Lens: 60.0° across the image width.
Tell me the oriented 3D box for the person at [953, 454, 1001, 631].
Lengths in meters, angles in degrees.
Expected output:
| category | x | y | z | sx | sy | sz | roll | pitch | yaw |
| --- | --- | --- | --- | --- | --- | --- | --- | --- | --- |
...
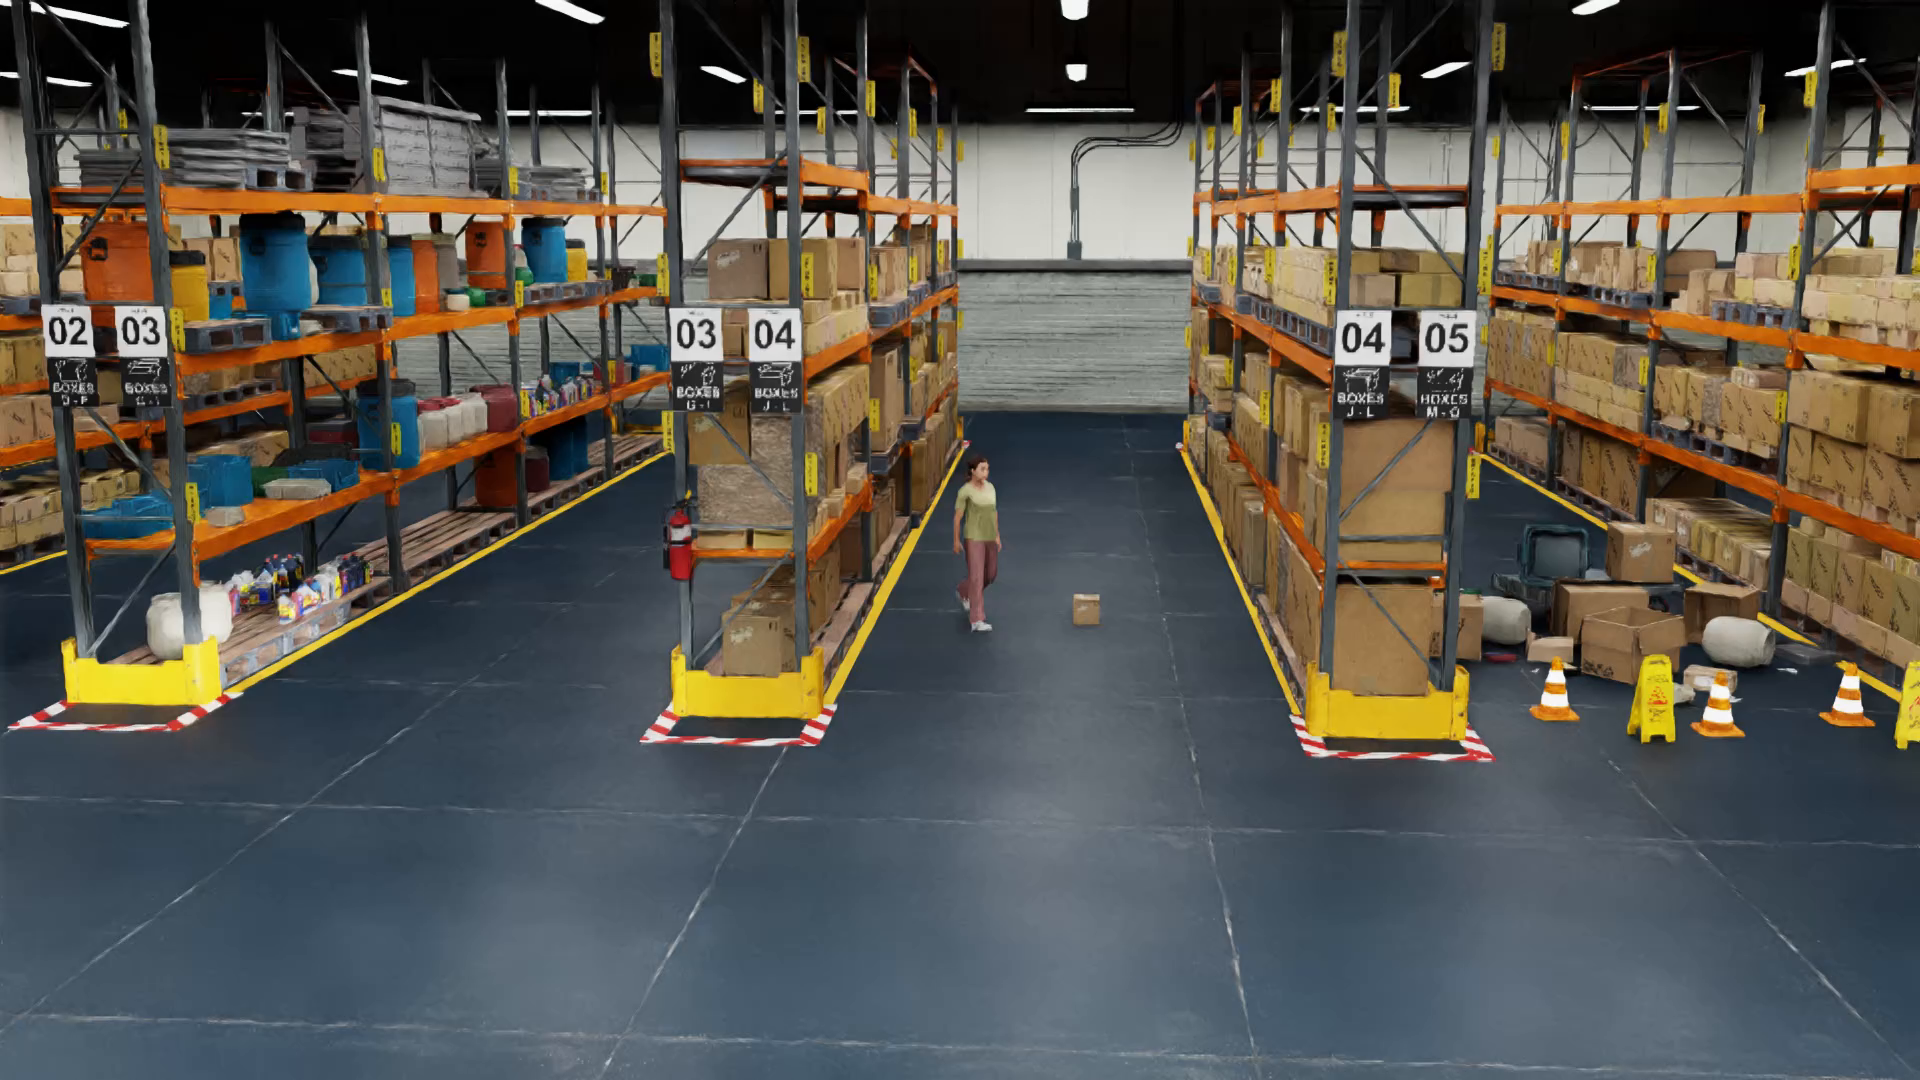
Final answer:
| category | x | y | z | sx | sy | sz | roll | pitch | yaw |
| --- | --- | --- | --- | --- | --- | --- | --- | --- | --- |
| person | 0.142 | 0.003 | 15.987 | 0.528 | 1.620 | 0.895 | -10 | 15 | -42 |
